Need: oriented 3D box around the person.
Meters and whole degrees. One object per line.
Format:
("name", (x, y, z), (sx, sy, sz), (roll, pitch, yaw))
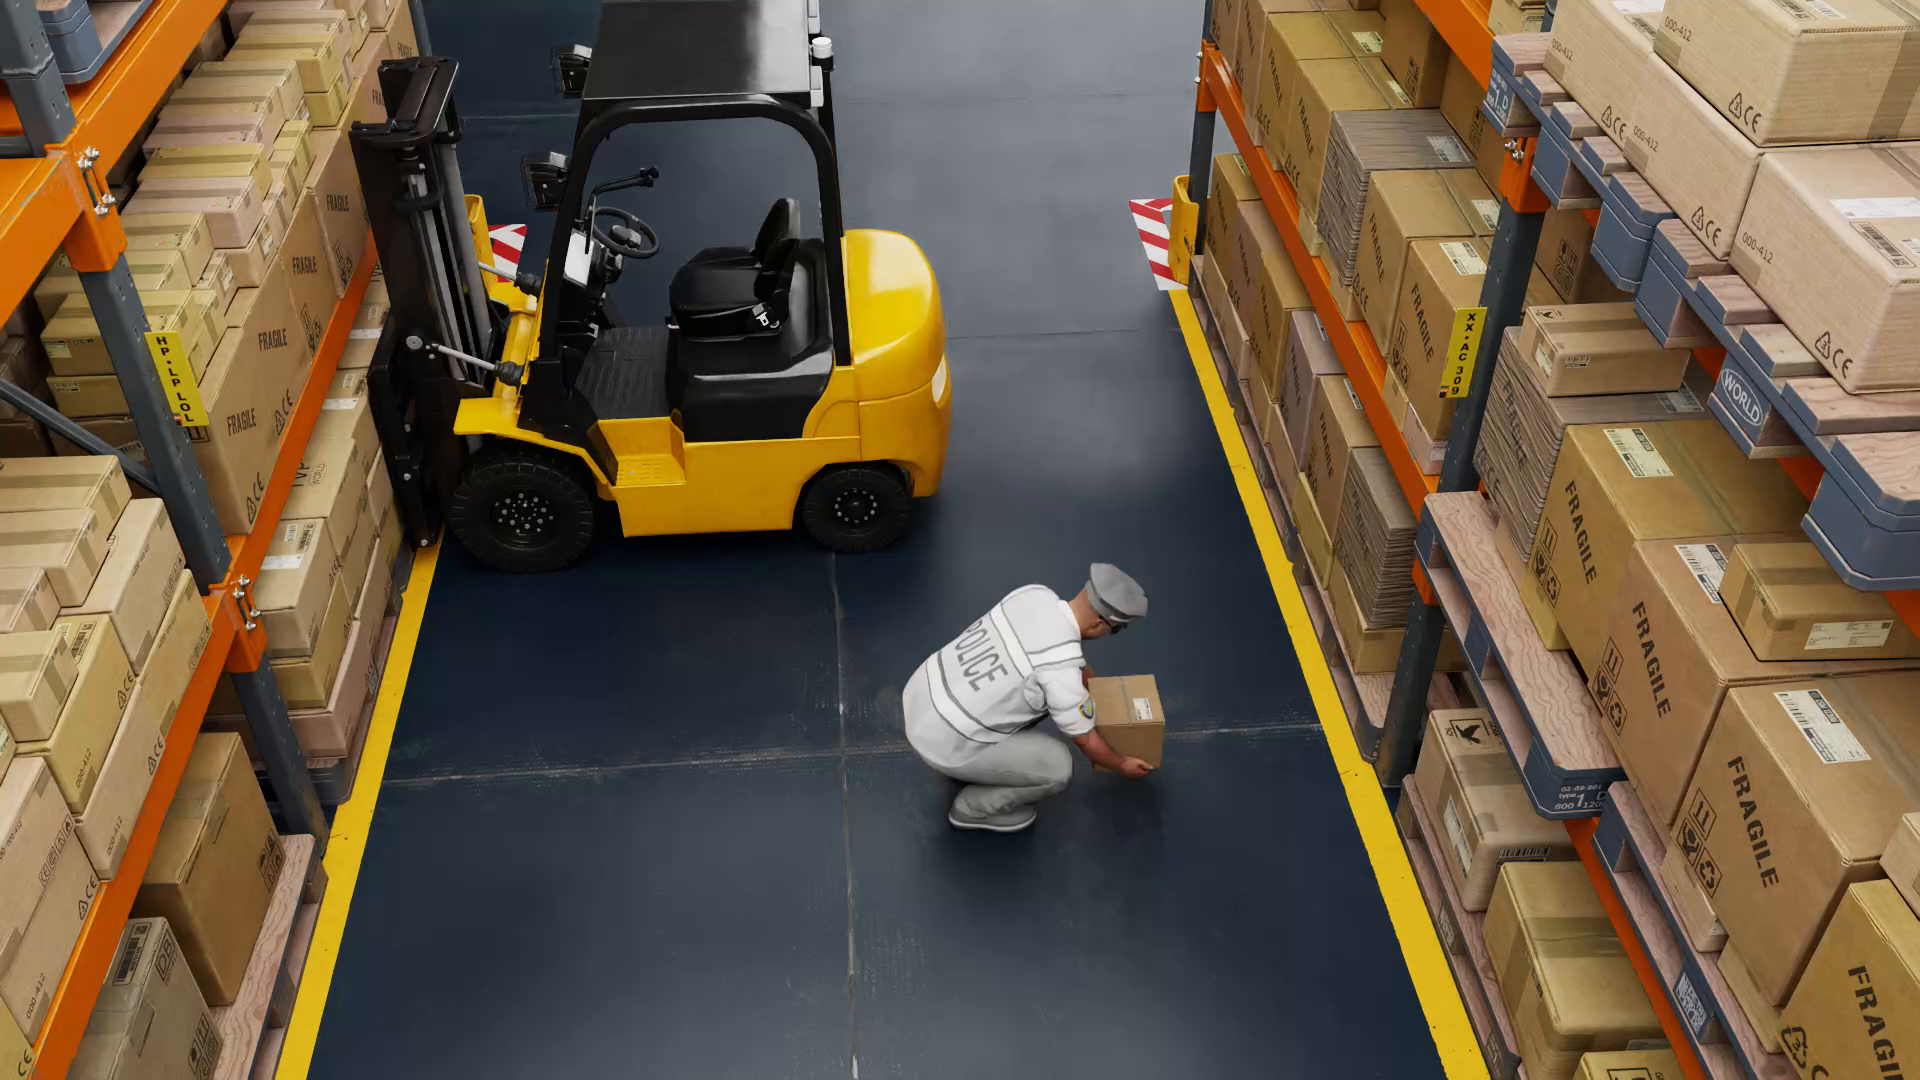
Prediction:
("person", (0.246, 0.561, 6.056), (0.909, 1.008, 0.560), (-3, 39, -4))
